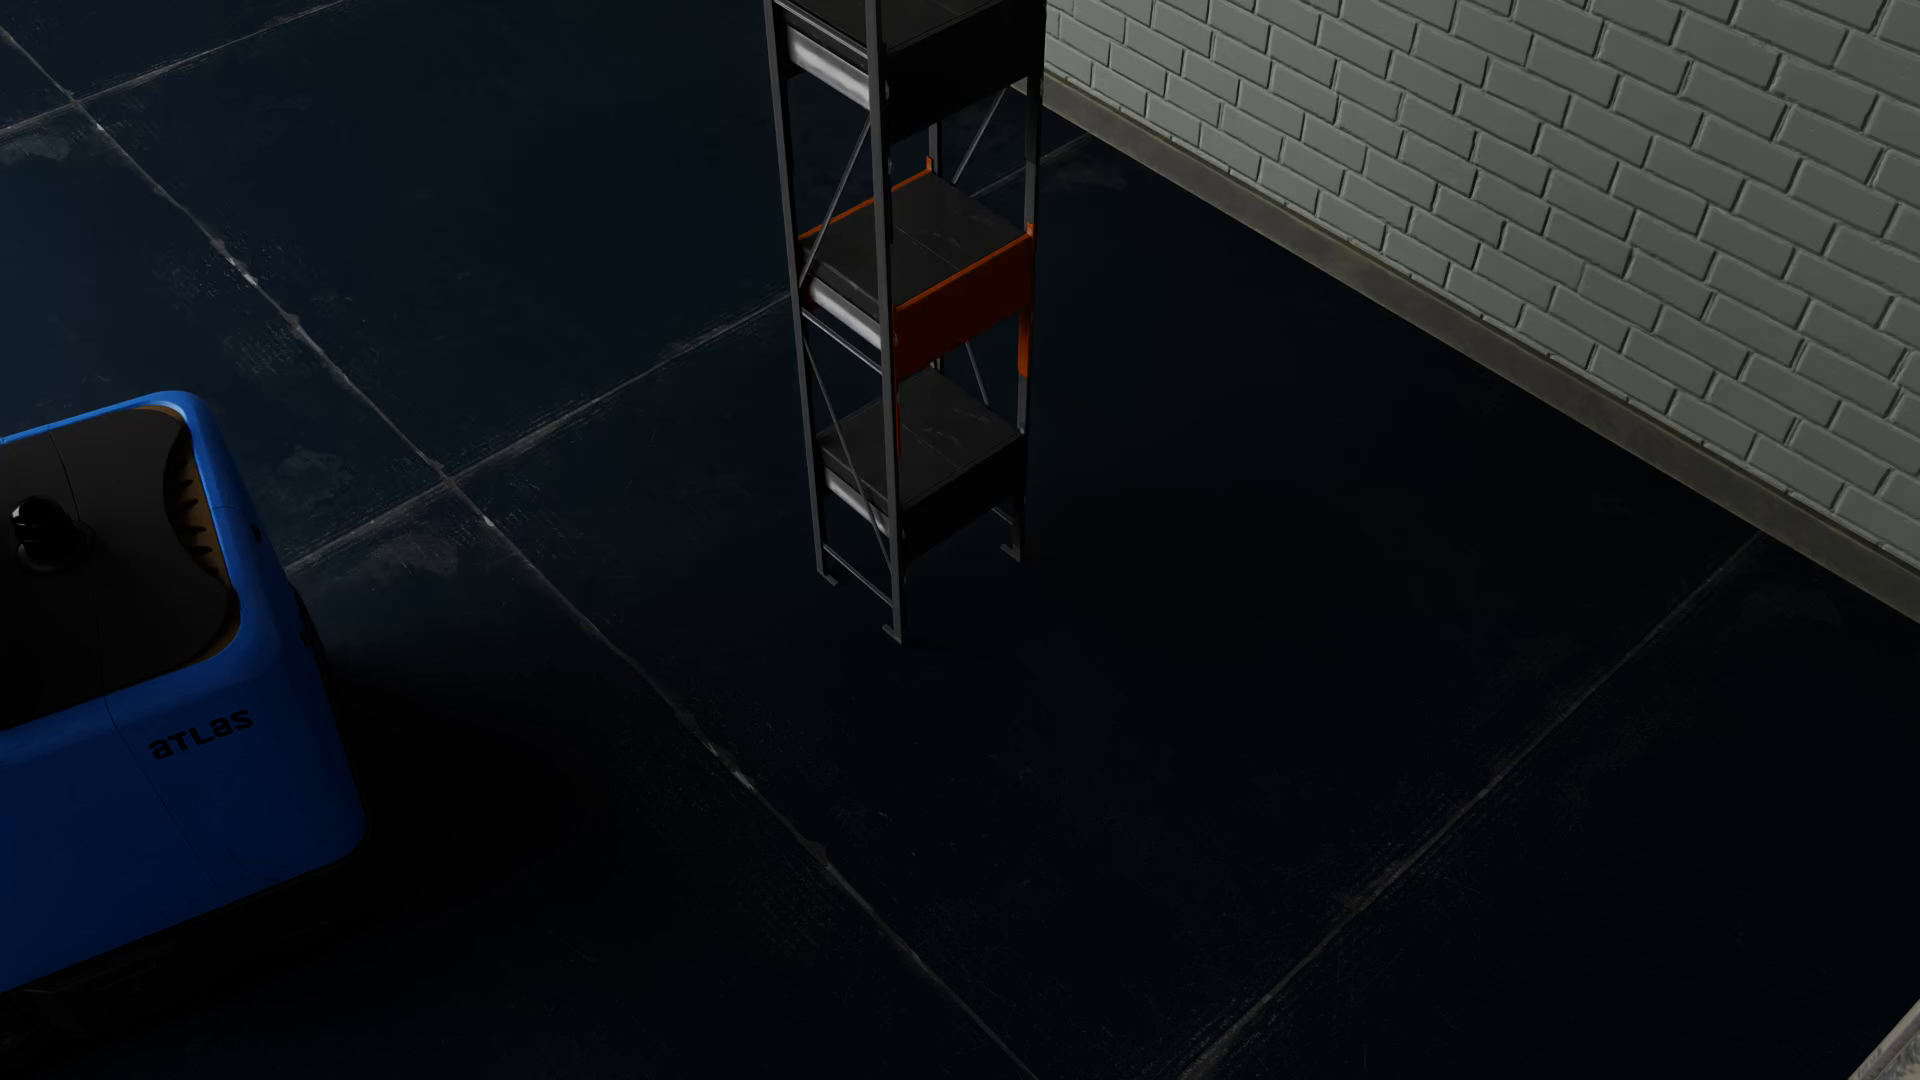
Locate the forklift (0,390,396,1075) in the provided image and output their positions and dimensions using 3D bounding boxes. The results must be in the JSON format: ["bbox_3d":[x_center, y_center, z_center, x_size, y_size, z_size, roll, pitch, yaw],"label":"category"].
[{"bbox_3d":[-3.021,0.148,3.119,3.031,2.935,1.130,-21,51,-18],"label":"forklift"}]

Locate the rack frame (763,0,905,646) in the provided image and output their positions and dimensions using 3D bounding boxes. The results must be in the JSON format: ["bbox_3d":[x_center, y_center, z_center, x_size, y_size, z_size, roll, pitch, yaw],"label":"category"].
[{"bbox_3d":[-0.303,-0.510,4.291,0.015,2.100,0.400,-34,56,-27],"label":"rack frame"}]

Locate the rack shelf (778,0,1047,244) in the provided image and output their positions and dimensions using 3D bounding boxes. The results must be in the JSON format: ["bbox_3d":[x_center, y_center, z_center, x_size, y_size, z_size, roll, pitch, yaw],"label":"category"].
[{"bbox_3d":[-0.122,-1.096,3.898,0.480,0.518,0.431,-34,56,-27],"label":"rack shelf"}]

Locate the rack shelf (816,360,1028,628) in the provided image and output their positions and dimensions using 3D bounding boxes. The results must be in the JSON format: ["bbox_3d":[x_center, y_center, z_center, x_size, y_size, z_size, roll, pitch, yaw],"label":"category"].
[{"bbox_3d":[-0.122,-0.146,4.927,0.480,0.518,0.431,-34,56,-27],"label":"rack shelf"}]

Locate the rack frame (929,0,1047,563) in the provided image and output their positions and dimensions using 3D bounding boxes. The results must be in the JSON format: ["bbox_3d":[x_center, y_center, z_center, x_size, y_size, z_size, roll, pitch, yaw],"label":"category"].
[{"bbox_3d":[0.058,-0.751,4.514,0.015,2.100,0.400,-34,56,-27],"label":"rack frame"}]

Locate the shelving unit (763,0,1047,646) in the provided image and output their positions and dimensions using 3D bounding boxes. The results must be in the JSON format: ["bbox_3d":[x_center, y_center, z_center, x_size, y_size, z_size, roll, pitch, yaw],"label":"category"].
[{"bbox_3d":[-0.122,-0.630,4.403,0.503,2.100,0.431,-34,56,-27],"label":"shelving unit"}]

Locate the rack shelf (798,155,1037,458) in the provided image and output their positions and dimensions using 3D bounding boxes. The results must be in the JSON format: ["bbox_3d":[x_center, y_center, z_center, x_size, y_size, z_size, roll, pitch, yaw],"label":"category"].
[{"bbox_3d":[-0.122,-0.621,4.413,0.480,0.518,0.431,-34,56,-27],"label":"rack shelf"}]
